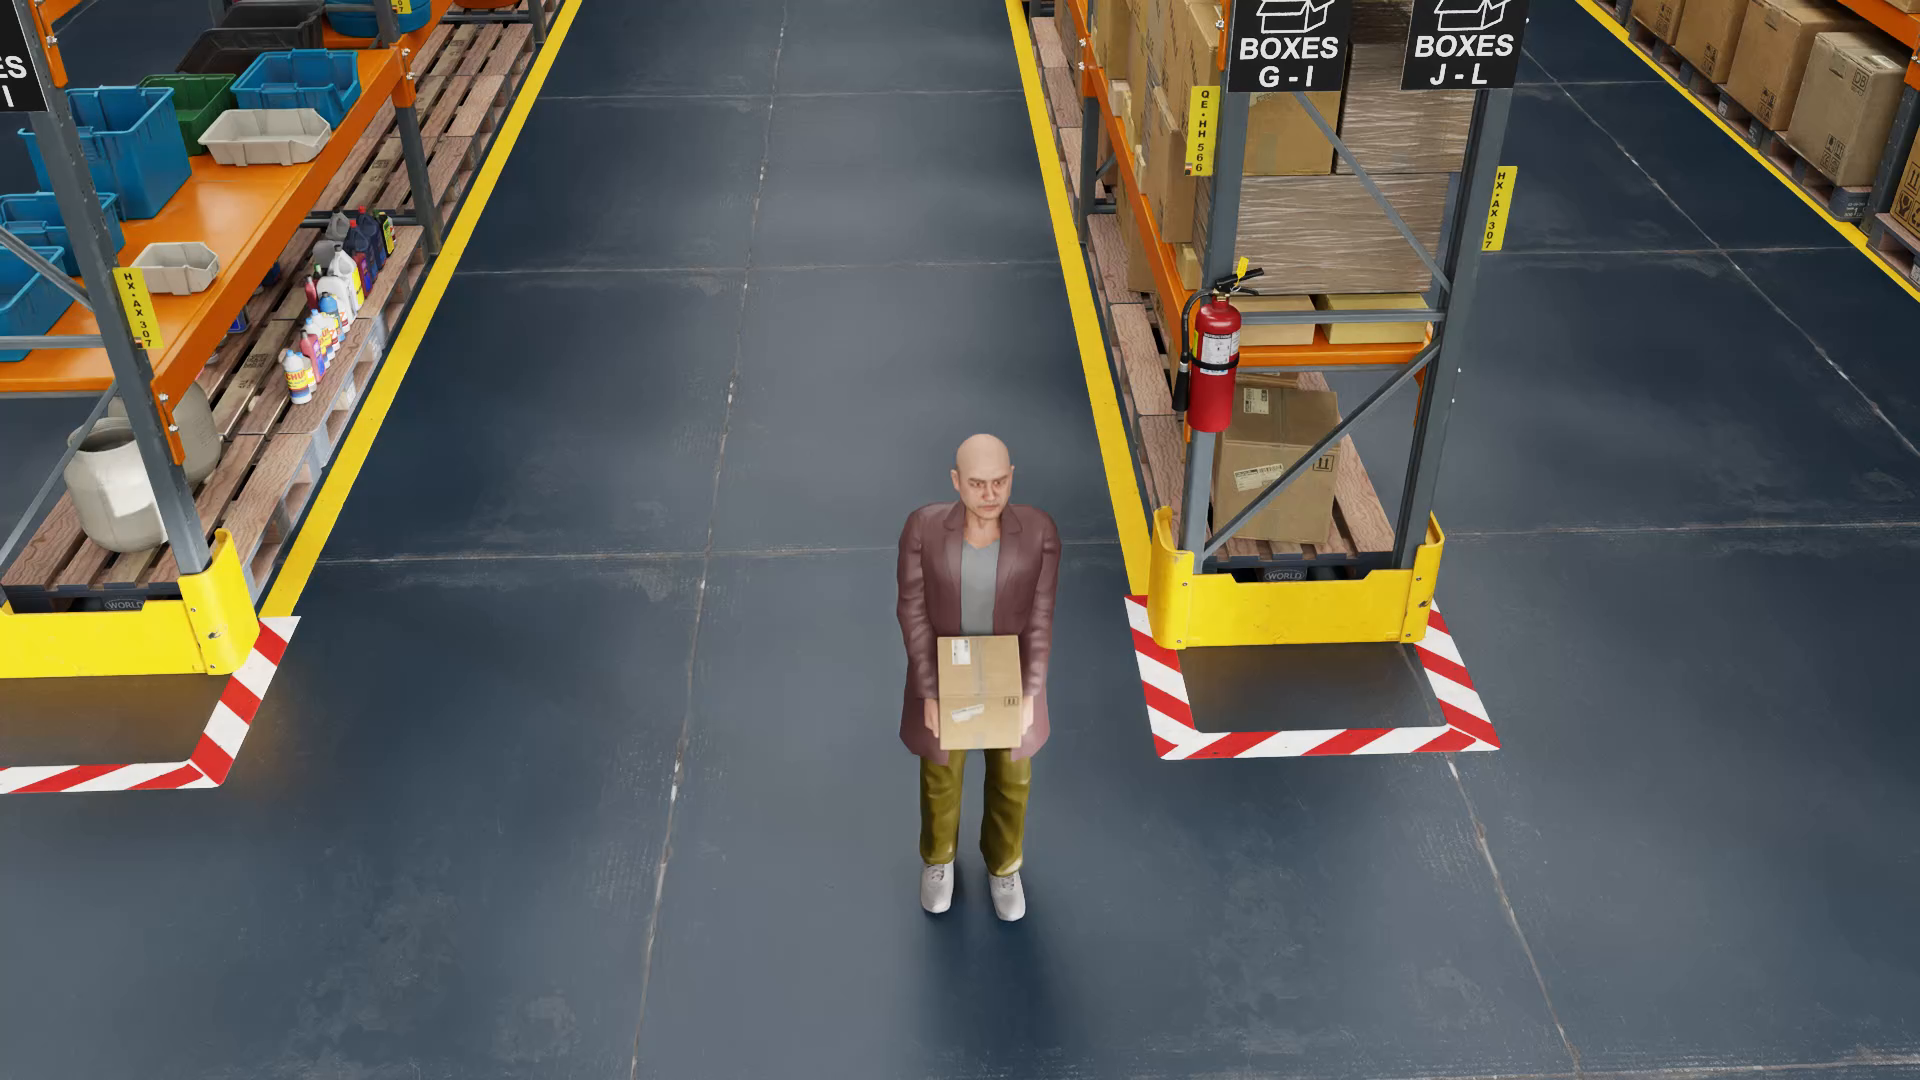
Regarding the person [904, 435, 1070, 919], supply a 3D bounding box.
[{"bbox_3d":[0.087,0.525,5.401,0.537,1.775,0.554,-2,35,-3],"label":"person"}]
